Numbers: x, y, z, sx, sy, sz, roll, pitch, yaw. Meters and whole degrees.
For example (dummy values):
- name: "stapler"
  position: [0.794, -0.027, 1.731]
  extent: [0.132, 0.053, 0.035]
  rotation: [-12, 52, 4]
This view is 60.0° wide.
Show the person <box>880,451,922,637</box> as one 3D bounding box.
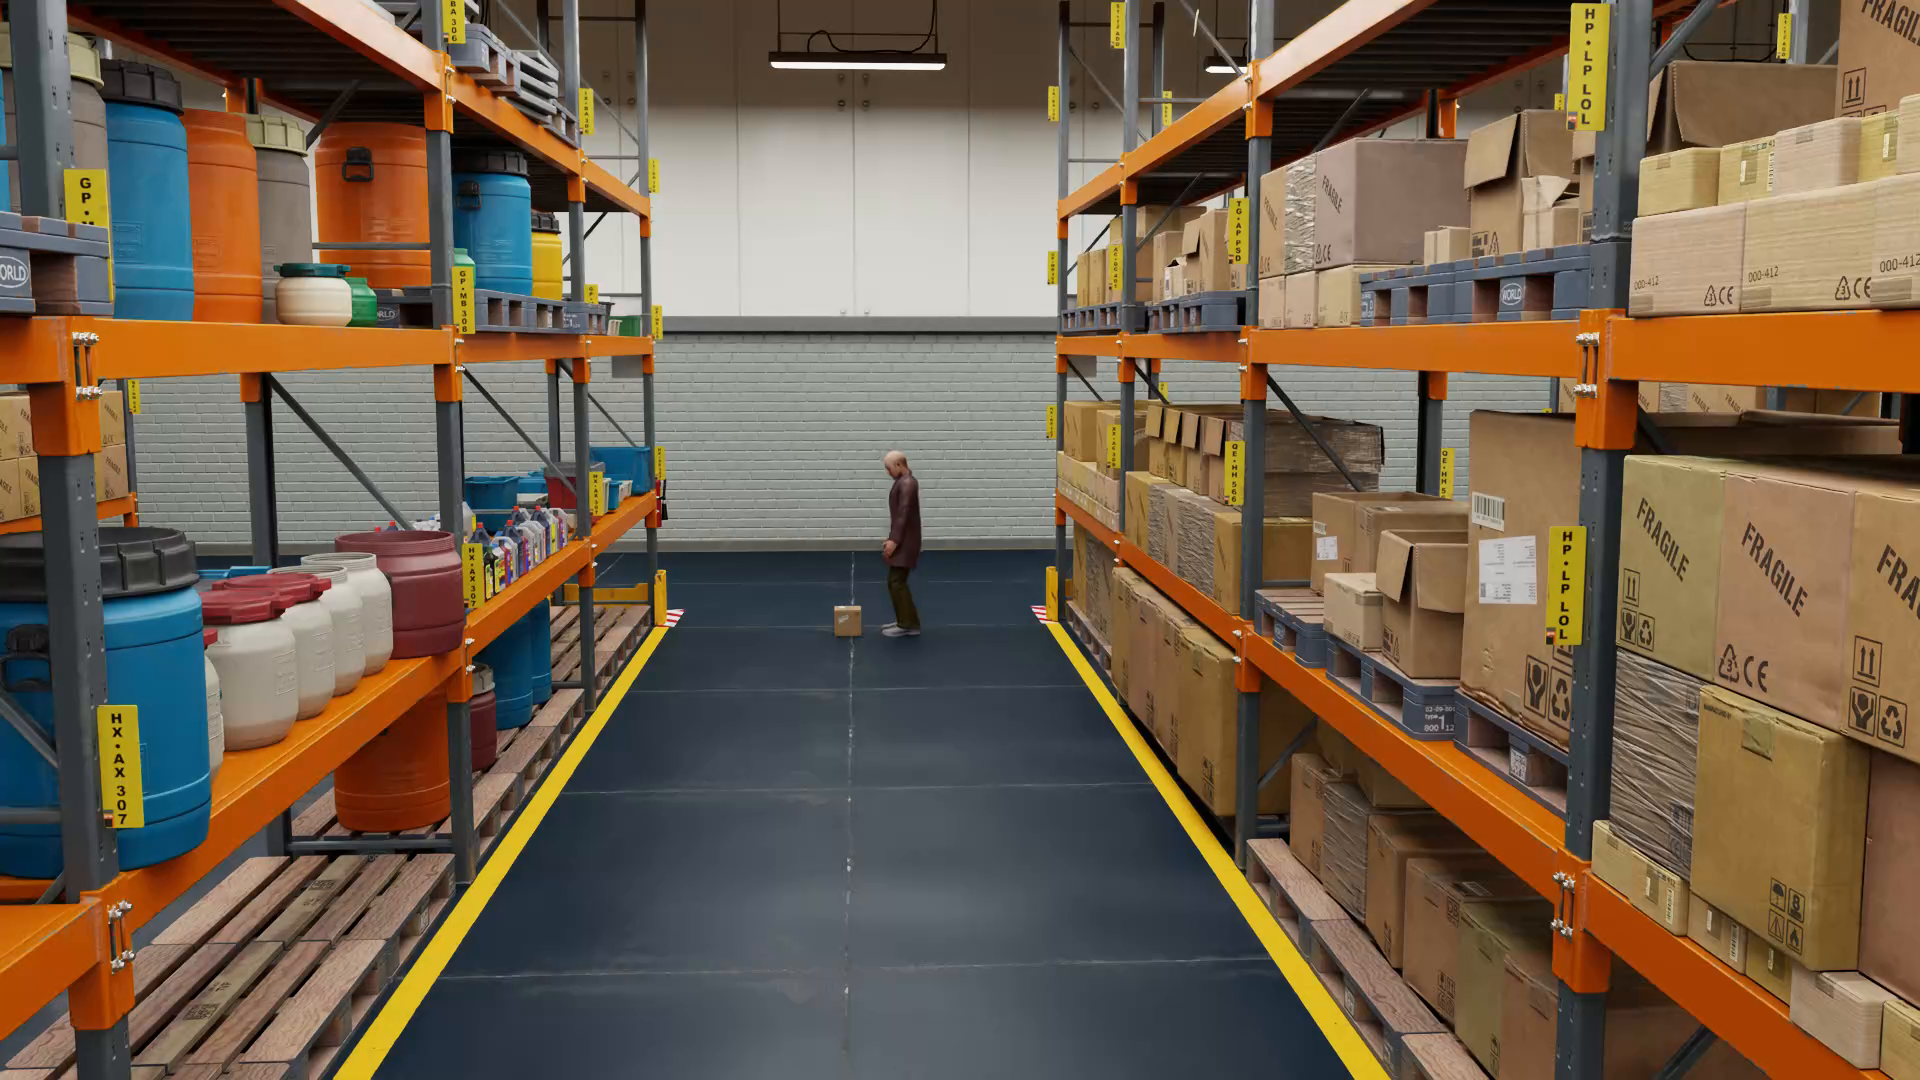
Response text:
- name: "person"
  position: [-0.556, 0.115, 15.718]
  extent: [0.403, 1.581, 0.583]
  rotation: [0, 7, -2]
